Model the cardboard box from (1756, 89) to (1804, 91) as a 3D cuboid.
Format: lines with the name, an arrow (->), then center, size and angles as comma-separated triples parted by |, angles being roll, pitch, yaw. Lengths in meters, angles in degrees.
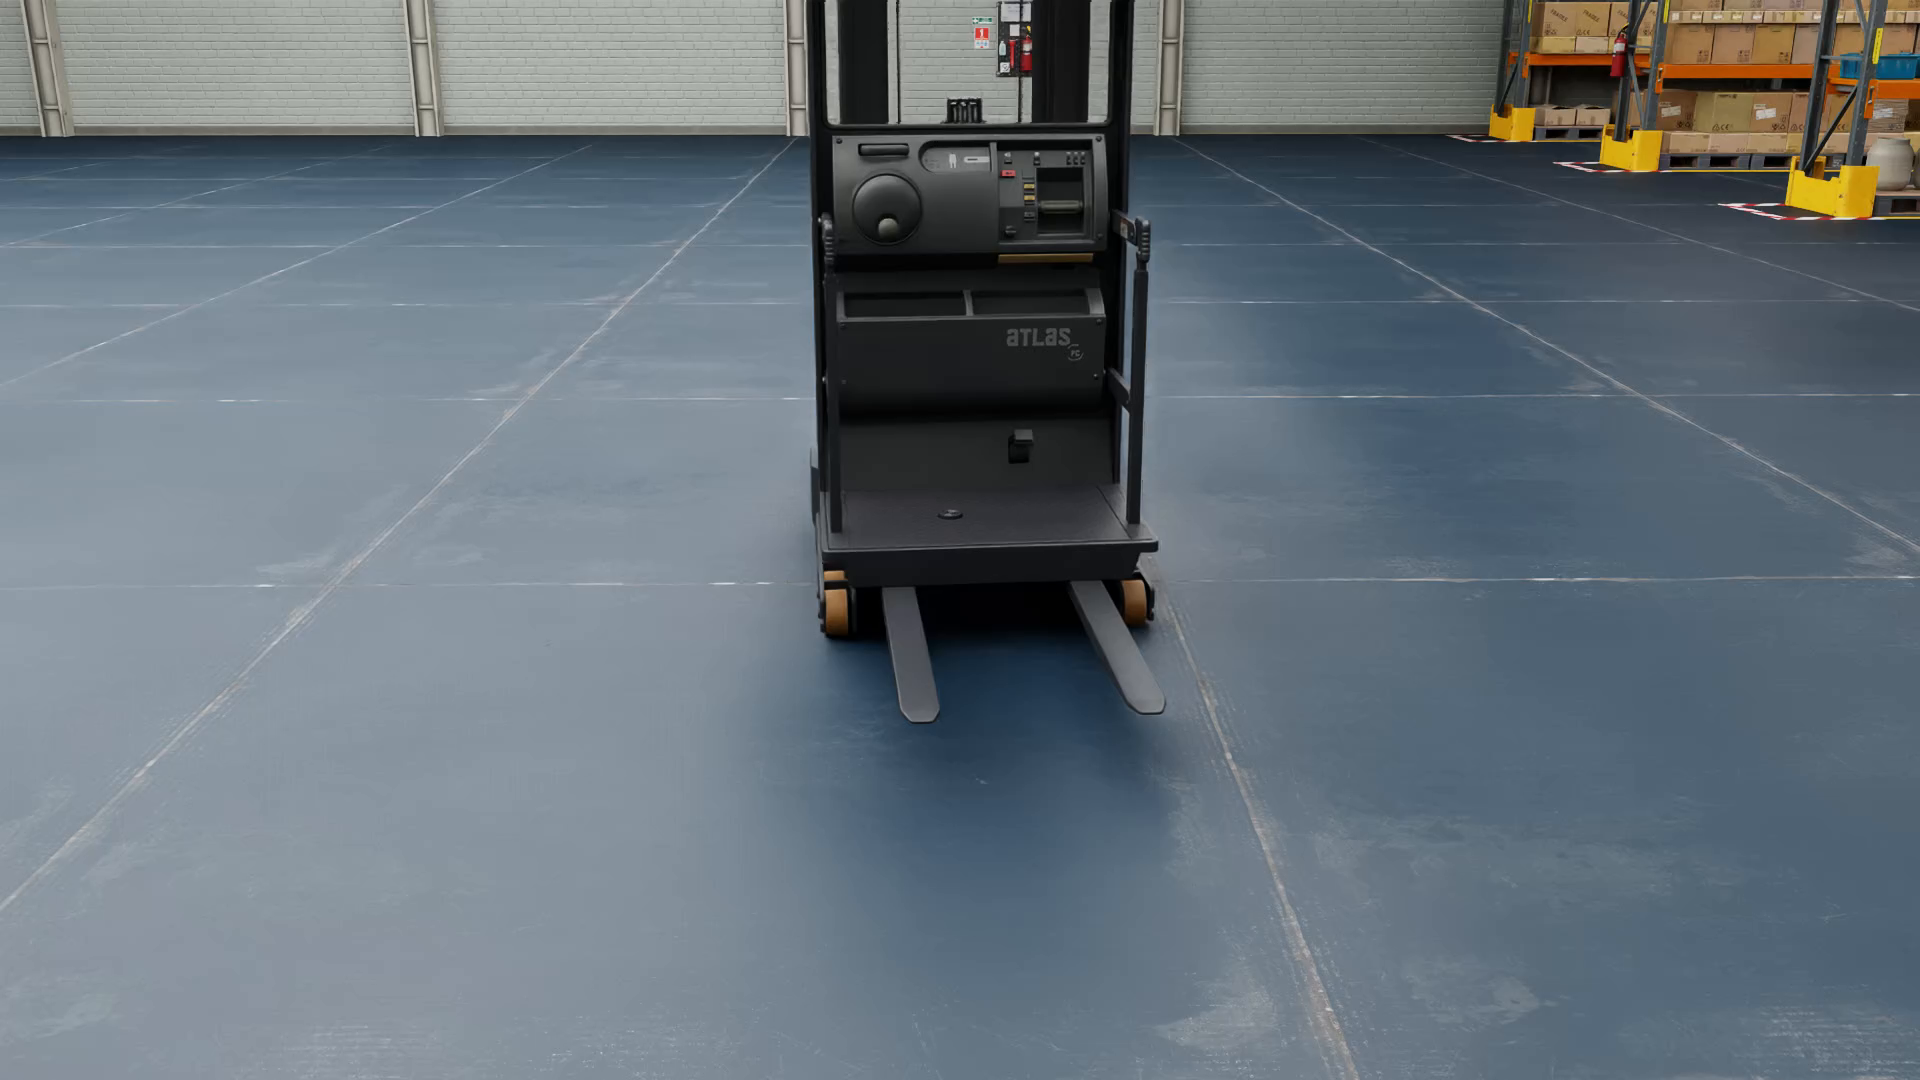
cardboard box -> 10.806, -5.669, 21.896 | 0.500, 0.500, 0.500 | 0, 18, -1

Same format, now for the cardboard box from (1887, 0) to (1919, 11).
cardboard box -> 11.825, -6.994, 21.153 | 0.500, 0.500, 0.700 | 0, 18, -1

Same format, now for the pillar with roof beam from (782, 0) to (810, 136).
pillar with roof beam -> -2.552, -9.581, 21.683 | 0.400, 9.000, 9.100 | 0, 18, -1

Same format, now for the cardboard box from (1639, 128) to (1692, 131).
cardboard box -> 9.306, -5.300, 21.973 | 0.500, 0.250, 0.500 | 0, 18, -1

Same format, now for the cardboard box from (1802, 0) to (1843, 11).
cardboard box -> 10.825, -6.990, 21.139 | 0.500, 0.500, 0.700 | 0, 18, -1

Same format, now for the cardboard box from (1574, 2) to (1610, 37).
cardboard box -> 9.669, -8.035, 25.668 | 0.500, 0.500, 0.500 | 0, 18, -1

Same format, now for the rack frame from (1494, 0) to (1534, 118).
rack frame -> 8.693, -7.830, 26.044 | 0.127, 3.000, 1.000 | 0, 18, -1

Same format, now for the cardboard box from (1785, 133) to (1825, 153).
cardboard box -> 10.814, -5.149, 21.501 | 0.500, 0.250, 0.500 | 0, 18, -1

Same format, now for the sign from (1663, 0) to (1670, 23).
sign -> 8.777, -6.597, 20.655 | 0.005, 0.325, 0.100 | 0, 18, -1

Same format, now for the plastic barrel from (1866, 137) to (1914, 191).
plastic barrel -> 9.506, -3.846, 17.010 | 0.421, 0.512, 0.421 | 0, 18, 0

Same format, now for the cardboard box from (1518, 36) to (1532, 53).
cardboard box -> 9.157, -7.829, 26.256 | 0.500, 0.250, 0.500 | 0, 18, 0

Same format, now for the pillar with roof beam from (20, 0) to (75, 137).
pillar with roof beam -> -14.550, -9.523, 21.502 | 0.400, 9.000, 9.100 | 0, 18, -1

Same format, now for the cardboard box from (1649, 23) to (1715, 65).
cardboard box -> 9.241, -6.363, 21.308 | 0.500, 0.500, 0.700 | 0, 18, -1

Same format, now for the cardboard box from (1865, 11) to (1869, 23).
cardboard box -> 11.488, -6.621, 21.052 | 0.250, 0.149, 0.380 | 0, 18, -1

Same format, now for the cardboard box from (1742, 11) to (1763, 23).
cardboard box -> 9.936, -6.613, 21.025 | 0.250, 0.149, 0.380 | -1, 18, -2

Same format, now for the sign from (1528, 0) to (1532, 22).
sign -> 8.701, -8.076, 25.395 | 0.005, 0.325, 0.100 | 0, 18, -1

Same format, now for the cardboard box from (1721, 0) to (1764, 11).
cardboard box -> 9.820, -6.985, 21.123 | 0.500, 0.500, 0.700 | -1, 18, -2

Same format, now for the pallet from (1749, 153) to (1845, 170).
pallet -> 10.755, -5.010, 21.821 | 1.213, 0.211, 1.003 | 0, 18, -1

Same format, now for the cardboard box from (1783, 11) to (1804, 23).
cardboard box -> 10.458, -6.616, 21.036 | 0.250, 0.149, 0.380 | -1, 18, -2

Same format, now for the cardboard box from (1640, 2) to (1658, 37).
cardboard box -> 10.702, -8.041, 25.689 | 0.500, 0.500, 0.500 | 0, 18, 1

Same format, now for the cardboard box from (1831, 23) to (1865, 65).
cardboard box -> 11.301, -6.374, 21.342 | 0.500, 0.500, 0.700 | 0, 18, 0

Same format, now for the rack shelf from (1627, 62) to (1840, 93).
rack shelf -> 10.774, -5.984, 21.468 | 4.000, 0.370, 1.077 | 0, 18, -1

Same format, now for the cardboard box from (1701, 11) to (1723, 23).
cardboard box -> 9.434, -6.611, 21.021 | 0.250, 0.149, 0.380 | -1, 18, -2

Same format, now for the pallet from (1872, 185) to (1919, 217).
pallet -> 9.737, -3.493, 17.091 | 1.213, 0.211, 1.003 | 0, 18, -1

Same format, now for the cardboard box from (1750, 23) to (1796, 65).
cardboard box -> 10.263, -6.367, 21.322 | 0.500, 0.500, 0.700 | 0, 18, 0

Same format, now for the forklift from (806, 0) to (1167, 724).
forklift -> 0.059, -1.178, 5.423 | 1.130, 2.935, 3.031 | -2, 18, -5

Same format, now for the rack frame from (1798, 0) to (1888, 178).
rack frame -> 8.849, -4.804, 16.612 | 0.127, 3.000, 1.000 | 0, 18, -1

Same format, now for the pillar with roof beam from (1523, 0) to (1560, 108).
pillar with roof beam -> 9.447, -9.639, 21.863 | 0.400, 9.000, 9.100 | 0, 18, -1

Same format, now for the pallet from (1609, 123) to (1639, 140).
pallet -> 10.798, -6.500, 26.465 | 1.213, 0.211, 1.003 | 0, 18, -1

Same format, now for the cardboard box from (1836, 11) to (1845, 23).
cardboard box -> 10.970, -6.618, 21.041 | 0.250, 0.149, 0.380 | 0, 18, 1

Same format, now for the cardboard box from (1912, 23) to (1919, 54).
cardboard box -> 12.330, -6.379, 21.360 | 0.500, 0.500, 0.700 | -1, 18, -2

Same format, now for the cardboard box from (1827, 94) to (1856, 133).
cardboard box -> 11.314, -5.512, 21.407 | 0.500, 0.500, 0.500 | 0, 18, -1

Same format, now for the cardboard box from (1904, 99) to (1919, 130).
cardboard box -> 12.305, -5.677, 21.921 | 0.500, 0.500, 0.500 | 0, 18, -1

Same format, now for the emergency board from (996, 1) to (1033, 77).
emergency board -> 0.908, -8.068, 26.787 | 0.643, 1.169, 0.194 | 0, 18, -1

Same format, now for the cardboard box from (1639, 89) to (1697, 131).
cardboard box -> 9.306, -5.658, 21.861 | 0.500, 0.500, 0.500 | 0, 18, -1

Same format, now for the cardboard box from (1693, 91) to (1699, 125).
cardboard box -> 11.655, -6.851, 26.365 | 0.500, 0.500, 0.500 | -2, 18, -5

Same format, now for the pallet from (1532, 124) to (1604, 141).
pallet -> 9.581, -6.495, 26.450 | 1.213, 0.211, 1.003 | 0, 18, -1

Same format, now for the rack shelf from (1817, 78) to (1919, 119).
rack shelf -> 10.849, -4.471, 16.752 | 4.000, 0.370, 1.077 | 0, 18, -1

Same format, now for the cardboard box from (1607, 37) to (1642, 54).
cardboard box -> 10.214, -7.681, 25.792 | 0.500, 0.250, 0.500 | -1, 18, -2

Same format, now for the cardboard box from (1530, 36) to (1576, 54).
cardboard box -> 9.185, -7.673, 25.769 | 0.500, 0.250, 0.500 | -1, 18, -2

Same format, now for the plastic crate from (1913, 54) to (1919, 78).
plastic crate -> 9.994, -4.828, 16.931 | 0.408, 0.251, 0.499 | 0, 18, -1

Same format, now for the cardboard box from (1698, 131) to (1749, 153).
cardboard box -> 9.814, -5.146, 21.491 | 0.500, 0.250, 0.500 | 0, 18, -1

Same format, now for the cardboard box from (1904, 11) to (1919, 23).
cardboard box -> 11.996, -6.623, 21.058 | 0.250, 0.149, 0.380 | -1, 18, -2

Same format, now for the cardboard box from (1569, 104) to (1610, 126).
cardboard box -> 9.956, -6.737, 26.321 | 0.500, 0.311, 0.500 | 1, 18, 4

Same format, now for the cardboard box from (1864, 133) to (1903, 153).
cardboard box -> 11.814, -5.158, 21.531 | 0.500, 0.250, 0.500 | 0, 18, -1

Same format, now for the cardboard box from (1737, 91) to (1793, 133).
cardboard box -> 10.314, -5.508, 21.395 | 0.500, 0.500, 0.500 | 0, 18, -1

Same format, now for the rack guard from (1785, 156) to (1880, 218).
rack guard -> 8.924, -3.628, 17.040 | 0.348, 0.500, 1.175 | 0, 18, -1

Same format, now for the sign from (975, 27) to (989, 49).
sign -> 0.354, -8.114, 26.872 | 0.234, 0.329, 0.001 | 0, 18, -1
